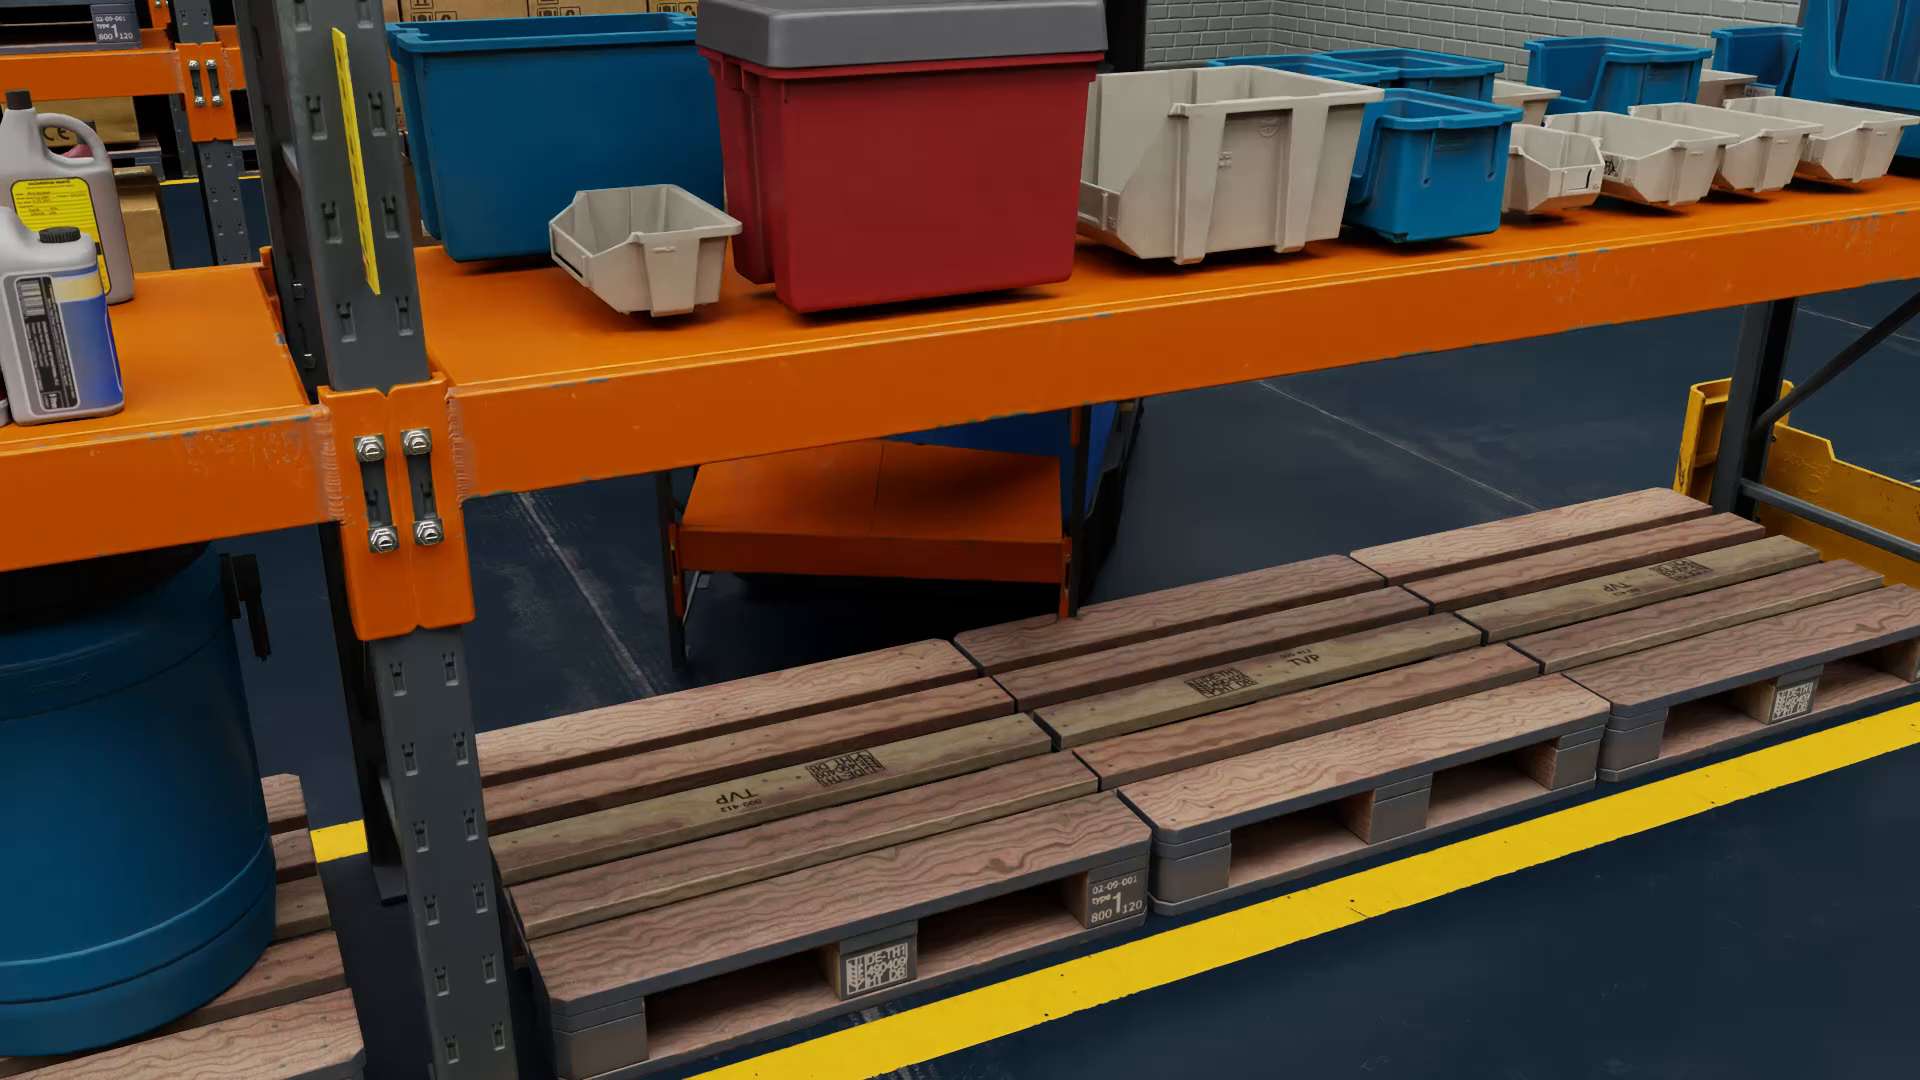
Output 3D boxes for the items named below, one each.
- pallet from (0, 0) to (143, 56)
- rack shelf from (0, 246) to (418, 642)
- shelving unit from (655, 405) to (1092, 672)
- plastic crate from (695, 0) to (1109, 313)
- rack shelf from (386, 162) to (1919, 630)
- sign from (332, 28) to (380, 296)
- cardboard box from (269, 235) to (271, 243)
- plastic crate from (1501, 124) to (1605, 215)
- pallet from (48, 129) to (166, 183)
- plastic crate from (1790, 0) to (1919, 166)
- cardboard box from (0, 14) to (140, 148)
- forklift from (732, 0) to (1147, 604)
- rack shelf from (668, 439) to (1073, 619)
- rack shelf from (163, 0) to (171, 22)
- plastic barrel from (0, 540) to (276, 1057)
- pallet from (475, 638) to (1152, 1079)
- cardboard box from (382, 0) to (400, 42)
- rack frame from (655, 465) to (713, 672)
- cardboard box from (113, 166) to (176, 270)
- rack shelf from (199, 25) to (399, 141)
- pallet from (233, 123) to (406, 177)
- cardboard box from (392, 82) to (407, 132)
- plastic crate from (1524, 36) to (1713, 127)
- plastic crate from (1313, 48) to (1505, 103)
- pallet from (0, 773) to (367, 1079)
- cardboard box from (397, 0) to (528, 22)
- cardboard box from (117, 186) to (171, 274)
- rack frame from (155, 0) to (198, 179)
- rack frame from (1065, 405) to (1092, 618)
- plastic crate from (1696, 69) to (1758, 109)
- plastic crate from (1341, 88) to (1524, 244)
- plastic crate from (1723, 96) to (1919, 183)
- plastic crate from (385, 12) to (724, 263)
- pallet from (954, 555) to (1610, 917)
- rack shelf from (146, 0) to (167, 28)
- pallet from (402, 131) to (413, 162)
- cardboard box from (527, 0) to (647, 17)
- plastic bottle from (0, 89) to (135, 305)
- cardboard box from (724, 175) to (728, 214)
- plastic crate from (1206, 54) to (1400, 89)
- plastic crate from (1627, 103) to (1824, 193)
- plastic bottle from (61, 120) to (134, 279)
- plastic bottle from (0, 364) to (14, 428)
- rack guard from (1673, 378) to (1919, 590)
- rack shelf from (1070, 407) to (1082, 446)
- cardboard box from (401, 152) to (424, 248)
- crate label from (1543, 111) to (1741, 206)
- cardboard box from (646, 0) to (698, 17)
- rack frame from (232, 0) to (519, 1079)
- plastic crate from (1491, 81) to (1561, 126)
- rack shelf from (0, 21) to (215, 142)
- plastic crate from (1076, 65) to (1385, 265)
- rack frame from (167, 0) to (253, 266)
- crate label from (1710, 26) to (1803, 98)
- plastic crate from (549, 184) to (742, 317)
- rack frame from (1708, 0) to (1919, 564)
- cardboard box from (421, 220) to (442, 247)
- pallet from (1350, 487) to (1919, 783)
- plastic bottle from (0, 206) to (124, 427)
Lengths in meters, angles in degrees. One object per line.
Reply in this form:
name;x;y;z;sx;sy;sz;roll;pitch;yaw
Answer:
pallet;-3.925;-2.070;6.579;1.213;0.211;1.003;-10;25;-24
rack shelf;-2.814;0.118;1.983;4.000;0.370;1.077;-10;25;-24
shelving unit;-0.212;-0.247;4.262;1.048;1.125;0.538;2;32;1
plastic crate;-0.099;-0.665;2.772;0.583;0.464;0.402;-10;25;-24
rack shelf;0.790;-0.545;3.586;4.000;0.370;1.077;-10;25;-24
sign;-0.775;-0.484;2.135;0.005;0.325;0.100;-10;25;-24
cardboard box;-2.685;-1.210;7.190;0.500;0.311;0.500;-10;25;-24
plastic crate;1.169;-0.764;3.441;0.250;0.136;0.298;-10;25;-24
pallet;-5.972;-2.518;11.056;1.213;0.211;1.003;-10;25;-24
plastic crate;2.371;-1.133;3.942;0.499;0.435;0.616;-10;25;-24
cardboard box;-5.838;-3.008;10.857;0.750;0.750;0.750;-10;25;-23
forklift;0.090;-1.708;5.544;1.130;2.935;3.031;4;23;9
rack shelf;-0.217;-0.040;4.391;1.000;0.278;0.538;2;32;1
rack shelf;-3.507;-3.959;11.834;4.000;0.370;1.077;-10;25;-24
plastic barrel;-1.510;0.314;2.764;0.708;0.901;0.600;-10;25;-24
pallet;-0.367;0.607;3.507;1.213;0.211;1.003;-10;25;-24
cardboard box;-2.580;-2.290;6.730;0.500;0.500;0.500;-10;24;-22
rack frame;-0.720;-0.264;4.269;0.032;1.125;0.500;2;32;1
cardboard box;-3.699;-1.306;7.175;0.500;0.500;0.500;-12;25;-26
rack shelf;-1.355;-2.253;7.711;4.000;0.370;1.077;-10;25;-24
pallet;-4.590;-2.771;11.668;1.213;0.211;1.003;-10;25;-24
cardboard box;-4.137;-3.170;11.705;0.500;0.500;0.700;-11;25;-24
plastic crate;1.634;-1.123;4.182;0.300;0.233;0.416;-10;25;-24
plastic crate;1.040;-1.014;3.918;0.300;0.233;0.416;-10;25;-24
pallet;-1.726;0.856;2.906;1.213;0.211;1.003;-10;25;-24
cardboard box;-2.120;-2.376;6.938;0.500;0.500;0.500;-10;24;-23
cardboard box;-3.478;-1.121;6.730;0.500;0.500;0.500;-11;25;-24
rack frame;-5.309;-3.960;10.895;0.127;3.000;1.000;-10;25;-24
rack frame;0.296;-0.230;4.255;0.032;1.125;0.500;2;32;1
plastic crate;1.902;-1.163;4.404;0.298;0.136;0.250;-10;25;-24
plastic crate;0.853;-0.731;3.234;0.300;0.233;0.416;-10;25;-24
plastic crate;1.936;-0.918;3.811;0.243;0.136;0.396;-10;25;-24
plastic crate;-0.740;-0.761;3.109;0.575;0.384;0.392;-10;25;-24
pallet;0.734;0.403;4.000;1.213;0.211;1.003;-10;25;-24
rack shelf;-7.111;-3.296;10.231;4.000;0.370;1.077;-10;25;-24
pallet;-3.489;-2.975;12.160;1.213;0.211;1.003;-10;25;-24
cardboard box;-1.668;-2.459;7.137;0.500;0.500;0.500;-11;25;-24
plastic bottle;-1.506;-0.570;2.769;0.185;0.351;0.144;-10;25;-24
cardboard box;-1.467;-1.617;7.923;0.637;0.503;0.797;-10;25;-24
plastic crate;0.770;-0.964;3.797;0.300;0.233;0.416;-10;25;-24
plastic crate;1.668;-0.874;3.707;0.243;0.136;0.396;-10;25;-24
plastic bottle;-1.528;-0.578;2.877;0.133;0.283;0.061;-10;25;-24
plastic bottle;-1.320;-0.249;2.188;0.097;0.201;0.097;0;22;0
rack guard;2.608;-0.063;4.748;0.348;0.500;1.175;-10;25;-24
rack shelf;-0.205;-0.495;4.107;1.000;0.278;0.538;2;32;1
cardboard box;-2.767;-1.494;7.631;0.500;0.500;0.500;-10;25;-24
crate label;1.428;-0.820;3.575;0.243;0.136;0.396;-10;25;-24
cardboard box;-1.210;-2.543;7.342;0.500;0.500;0.500;-11;25;-24
rack frame;-1.012;-0.546;2.647;0.127;3.000;1.000;-10;25;-24
plastic crate;1.291;-1.051;4.132;0.298;0.136;0.250;-10;25;-24
rack shelf;-4.959;-1.589;6.108;4.000;0.370;1.077;-10;25;-24
plastic crate;0.444;-0.709;3.116;0.530;0.282;0.437;-10;25;-24
rack frame;-3.157;-2.254;6.772;0.127;3.000;1.000;-10;25;-24
crate label;2.227;-1.232;4.445;0.303;0.233;0.416;-10;25;-24
plastic crate;-0.531;-0.480;2.753;0.243;0.136;0.396;-10;25;-24
rack frame;2.592;-1.209;4.250;0.127;3.000;1.000;-10;25;-24
cardboard box;-2.455;-1.415;7.898;0.250;0.149;0.380;-10;25;-24
pallet;1.832;0.203;4.485;1.213;0.211;1.003;-10;25;-24
plastic bottle;-1.227;-0.312;2.243;0.135;0.276;0.152;-10;25;-24
